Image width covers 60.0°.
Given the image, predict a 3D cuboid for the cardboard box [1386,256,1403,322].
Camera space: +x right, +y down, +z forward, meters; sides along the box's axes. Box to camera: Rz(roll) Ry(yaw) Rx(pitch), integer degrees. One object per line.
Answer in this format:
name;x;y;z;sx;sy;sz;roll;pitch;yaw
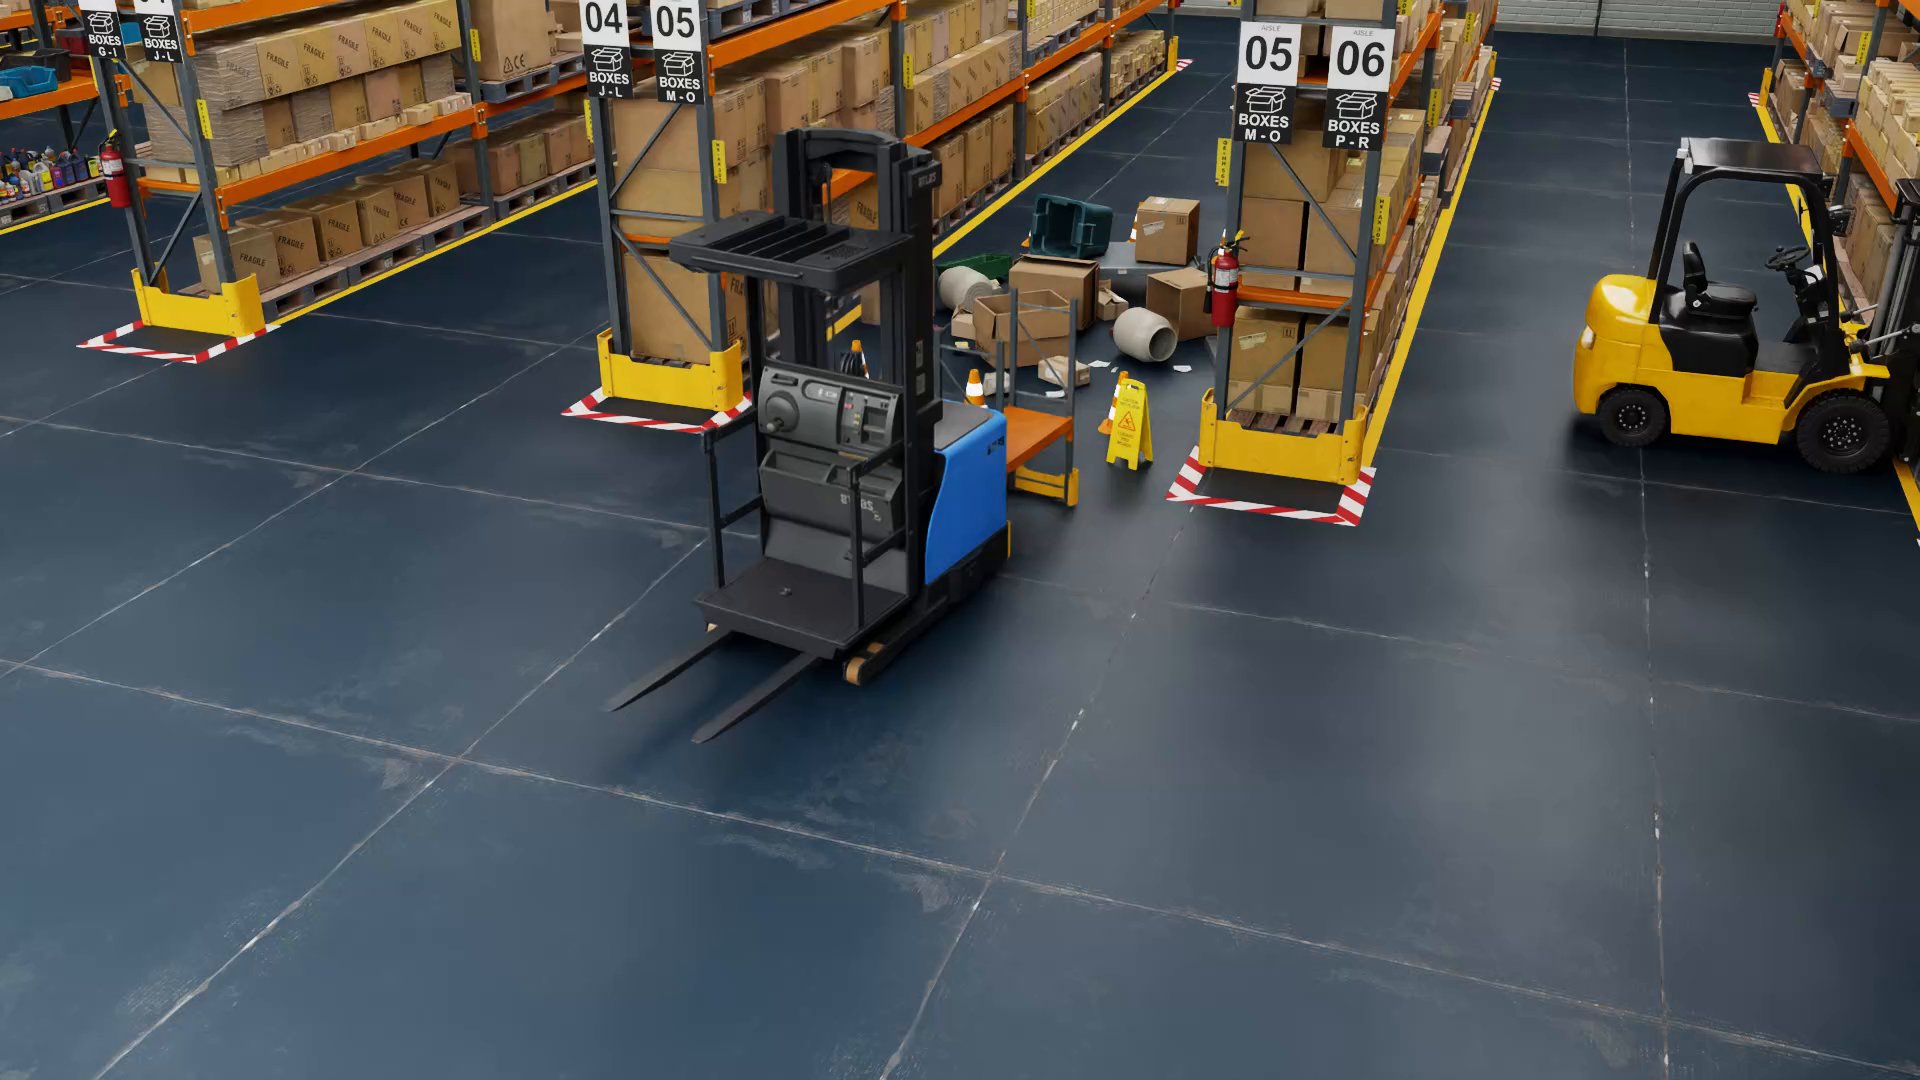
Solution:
cardboard box;3.397;-2.096;13.949;0.500;0.500;0.500;10;28;20

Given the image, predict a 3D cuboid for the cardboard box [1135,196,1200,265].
cardboard box;1.988;-2.969;15.940;0.500;0.500;0.500;9;27;17

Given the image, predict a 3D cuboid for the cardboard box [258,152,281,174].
cardboard box;-6.481;-3.471;15.265;0.380;0.149;0.250;9;27;17

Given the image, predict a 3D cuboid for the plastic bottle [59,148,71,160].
plastic bottle;-10.418;-4.383;19.396;0.144;0.351;0.185;9;27;17

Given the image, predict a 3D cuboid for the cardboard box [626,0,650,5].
cardboard box;-2.565;-4.197;12.726;0.380;0.149;0.250;9;27;17

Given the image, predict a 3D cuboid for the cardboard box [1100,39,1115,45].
cardboard box;2.185;-7.681;25.778;0.380;0.149;0.250;10;28;19

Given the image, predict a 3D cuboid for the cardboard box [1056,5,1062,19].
cardboard box;1.084;-6.737;21.187;0.380;0.149;0.250;8;27;17

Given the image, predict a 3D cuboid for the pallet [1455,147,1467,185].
pallet;5.749;-4.709;20.734;1.003;0.211;1.213;9;27;17

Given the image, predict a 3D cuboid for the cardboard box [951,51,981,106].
cardboard box;-0.091;-5.027;18.077;0.500;0.500;0.500;9;27;18

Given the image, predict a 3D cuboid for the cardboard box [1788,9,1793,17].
cardboard box;11.984;-7.512;23.612;0.380;0.149;0.250;9;27;17

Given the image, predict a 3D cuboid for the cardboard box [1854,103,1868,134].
cardboard box;9.312;-4.219;16.694;0.500;0.250;0.500;9;27;18

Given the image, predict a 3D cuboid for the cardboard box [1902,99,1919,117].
cardboard box;8.660;-3.828;14.856;0.380;0.149;0.250;9;27;18

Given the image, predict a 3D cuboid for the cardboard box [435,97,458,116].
cardboard box;-5.555;-4.599;17.596;0.380;0.149;0.250;9;27;17

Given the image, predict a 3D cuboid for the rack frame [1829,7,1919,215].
rack frame;9.690;-4.433;16.964;1.000;3.000;0.127;9;27;17

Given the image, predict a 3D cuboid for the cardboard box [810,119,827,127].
cardboard box;-1.671;-3.432;14.724;0.875;0.550;0.500;9;27;17

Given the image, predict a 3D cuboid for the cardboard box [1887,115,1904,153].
cardboard box;8.621;-3.608;14.857;0.500;0.250;0.500;9;27;18

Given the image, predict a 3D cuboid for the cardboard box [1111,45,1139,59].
cardboard box;2.491;-7.395;25.189;0.380;0.149;0.250;9;27;18

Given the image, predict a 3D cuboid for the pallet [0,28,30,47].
pallet;-17.205;-8.804;29.192;1.003;0.211;1.213;9;27;17

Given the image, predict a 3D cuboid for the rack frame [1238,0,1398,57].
rack frame;2.346;-4.564;10.350;1.000;3.000;0.127;9;27;17

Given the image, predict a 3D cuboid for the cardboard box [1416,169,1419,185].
cardboard box;3.857;-3.218;14.743;0.380;0.149;0.250;8;27;17

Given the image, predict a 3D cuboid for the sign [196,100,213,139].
sign;-6.488;-3.612;14.275;0.100;0.325;0.005;9;27;17

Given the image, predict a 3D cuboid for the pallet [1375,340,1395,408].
pallet;3.082;-1.469;14.041;1.003;0.211;1.213;9;27;17

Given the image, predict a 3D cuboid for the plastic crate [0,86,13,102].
plastic crate;-10.641;-4.840;18.108;0.530;0.136;0.437;9;27;17

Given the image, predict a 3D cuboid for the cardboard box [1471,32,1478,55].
cardboard box;6.257;-6.298;20.987;0.500;0.250;0.500;8;27;17

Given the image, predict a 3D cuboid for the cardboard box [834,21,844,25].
cardboard box;-2.412;-8.095;26.483;0.875;0.875;0.875;9;27;17

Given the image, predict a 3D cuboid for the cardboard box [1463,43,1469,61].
cardboard box;5.582;-5.694;19.166;0.500;0.250;0.500;9;27;19

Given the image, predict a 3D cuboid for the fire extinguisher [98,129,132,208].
fire extinguisher;-7.472;-3.286;14.684;0.296;0.674;0.183;9;27;17

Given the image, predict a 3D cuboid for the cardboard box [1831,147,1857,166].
cardboard box;9.677;-4.146;18.012;0.380;0.149;0.250;7;27;15

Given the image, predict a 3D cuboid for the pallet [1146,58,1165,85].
pallet;2.639;-7.500;26.499;1.003;0.211;1.213;9;27;17

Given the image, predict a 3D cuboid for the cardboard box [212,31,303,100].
cardboard box;-6.387;-4.321;15.129;0.500;0.500;0.500;9;27;17

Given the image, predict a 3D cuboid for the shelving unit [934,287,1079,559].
shelving unit;0.317;-0.808;11.197;0.587;1.500;1.083;14;29;27

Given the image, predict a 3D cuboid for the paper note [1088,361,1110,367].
paper note;1.207;-1.527;14.382;0.148;0.019;0.142;20;32;35

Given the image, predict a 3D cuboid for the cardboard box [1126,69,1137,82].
cardboard box;2.455;-7.020;25.096;0.380;0.149;0.250;8;27;16

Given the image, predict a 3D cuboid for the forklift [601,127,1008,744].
forklift;-0.865;-0.712;9.357;1.130;2.935;3.031;14;29;27

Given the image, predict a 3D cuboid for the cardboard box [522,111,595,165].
cardboard box;-4.896;-4.920;20.332;0.700;0.500;0.500;11;28;22

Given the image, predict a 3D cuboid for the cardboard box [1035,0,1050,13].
cardboard box;0.904;-6.653;20.673;0.380;0.149;0.250;8;27;15

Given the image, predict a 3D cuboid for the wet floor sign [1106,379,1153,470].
wet floor sign;1.273;-0.881;12.330;0.267;0.644;0.232;20;32;35

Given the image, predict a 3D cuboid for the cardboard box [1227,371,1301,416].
cardboard box;2.369;-1.196;12.952;0.500;0.250;0.500;9;27;17

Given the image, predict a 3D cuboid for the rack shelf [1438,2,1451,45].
rack shelf;4.342;-5.356;16.253;1.077;0.370;4.000;9;27;17

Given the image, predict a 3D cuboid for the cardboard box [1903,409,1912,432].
cardboard box;7.387;-0.960;12.464;0.500;0.250;0.500;10;27;19

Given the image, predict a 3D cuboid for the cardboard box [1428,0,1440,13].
cardboard box;3.860;-4.571;14.094;0.380;0.149;0.250;9;27;18

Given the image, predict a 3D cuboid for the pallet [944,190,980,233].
pallet;-0.435;-3.760;18.774;1.003;0.211;1.213;9;27;17

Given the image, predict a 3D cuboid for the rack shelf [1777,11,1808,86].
rack shelf;11.686;-6.575;22.214;1.077;0.370;4.000;9;27;17

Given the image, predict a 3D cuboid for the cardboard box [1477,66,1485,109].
cardboard box;6.946;-6.442;23.570;0.875;0.438;0.875;8;27;16

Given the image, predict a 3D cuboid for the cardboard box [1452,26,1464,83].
cardboard box;4.957;-5.078;17.358;0.500;0.500;0.500;8;27;17

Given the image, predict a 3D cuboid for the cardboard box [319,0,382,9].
cardboard box;-6.223;-5.220;16.986;0.500;0.500;0.500;9;27;17

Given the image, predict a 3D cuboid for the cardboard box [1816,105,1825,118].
cardboard box;10.631;-5.199;20.188;0.380;0.149;0.250;8;27;16

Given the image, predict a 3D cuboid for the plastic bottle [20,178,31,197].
plastic bottle;-10.524;-3.965;18.703;0.097;0.201;0.097;0;26;0

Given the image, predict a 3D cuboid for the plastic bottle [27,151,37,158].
plastic bottle;-10.940;-4.431;19.580;0.152;0.276;0.135;10;27;19

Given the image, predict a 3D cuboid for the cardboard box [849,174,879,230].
cardboard box;-1.300;-3.168;16.308;0.875;0.875;0.875;9;27;18

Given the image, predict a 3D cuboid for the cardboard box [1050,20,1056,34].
cardboard box;0.999;-6.500;21.040;0.380;0.149;0.250;10;27;19

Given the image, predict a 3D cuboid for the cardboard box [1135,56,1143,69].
cardboard box;2.562;-7.249;25.227;0.380;0.149;0.250;9;27;18

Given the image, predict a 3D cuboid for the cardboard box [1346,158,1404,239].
cardboard box;3.102;-2.620;12.764;0.500;0.500;0.500;8;27;16

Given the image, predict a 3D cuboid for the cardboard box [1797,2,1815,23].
cardboard box;11.464;-7.011;22.118;0.500;0.250;0.500;8;27;16

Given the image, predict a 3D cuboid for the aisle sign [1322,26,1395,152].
aisle sign;2.617;-2.964;10.946;0.394;0.787;0.004;9;27;17

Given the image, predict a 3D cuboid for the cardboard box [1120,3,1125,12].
cardboard box;2.191;-7.772;24.149;0.380;0.149;0.250;8;27;15

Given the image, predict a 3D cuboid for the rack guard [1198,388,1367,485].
rack guard;2.371;-0.770;12.267;1.175;0.500;0.348;9;27;17

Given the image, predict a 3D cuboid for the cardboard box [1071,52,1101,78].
cardboard box;1.628;-6.530;22.821;0.500;0.250;0.500;8;27;16

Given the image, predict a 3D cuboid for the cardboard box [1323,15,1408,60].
cardboard box;2.764;-3.448;11.319;0.500;0.250;0.500;8;27;17
